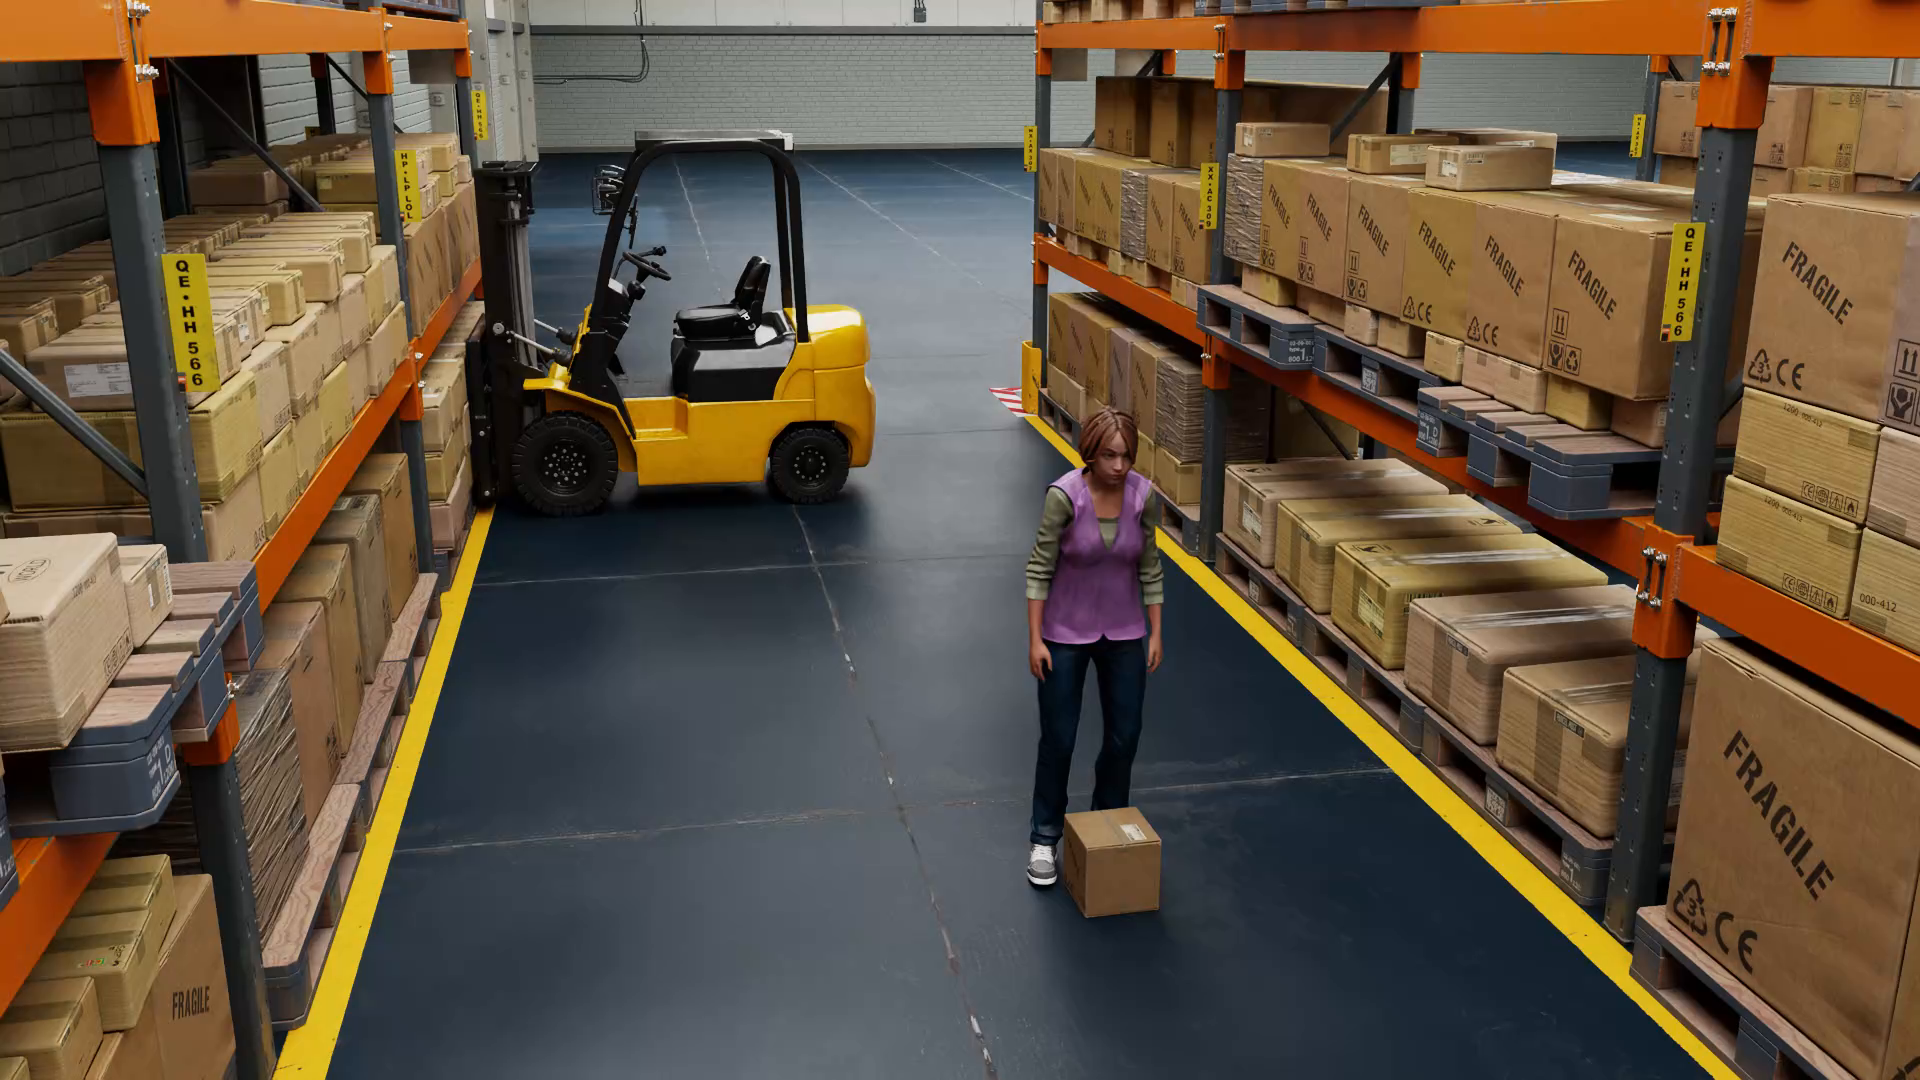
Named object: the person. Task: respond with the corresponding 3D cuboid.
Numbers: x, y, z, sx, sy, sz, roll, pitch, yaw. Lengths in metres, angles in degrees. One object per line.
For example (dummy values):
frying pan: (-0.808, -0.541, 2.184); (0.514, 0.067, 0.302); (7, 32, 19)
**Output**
person: (0.441, 0.345, 5.424); (0.470, 1.581, 0.366); (-3, 17, -11)
